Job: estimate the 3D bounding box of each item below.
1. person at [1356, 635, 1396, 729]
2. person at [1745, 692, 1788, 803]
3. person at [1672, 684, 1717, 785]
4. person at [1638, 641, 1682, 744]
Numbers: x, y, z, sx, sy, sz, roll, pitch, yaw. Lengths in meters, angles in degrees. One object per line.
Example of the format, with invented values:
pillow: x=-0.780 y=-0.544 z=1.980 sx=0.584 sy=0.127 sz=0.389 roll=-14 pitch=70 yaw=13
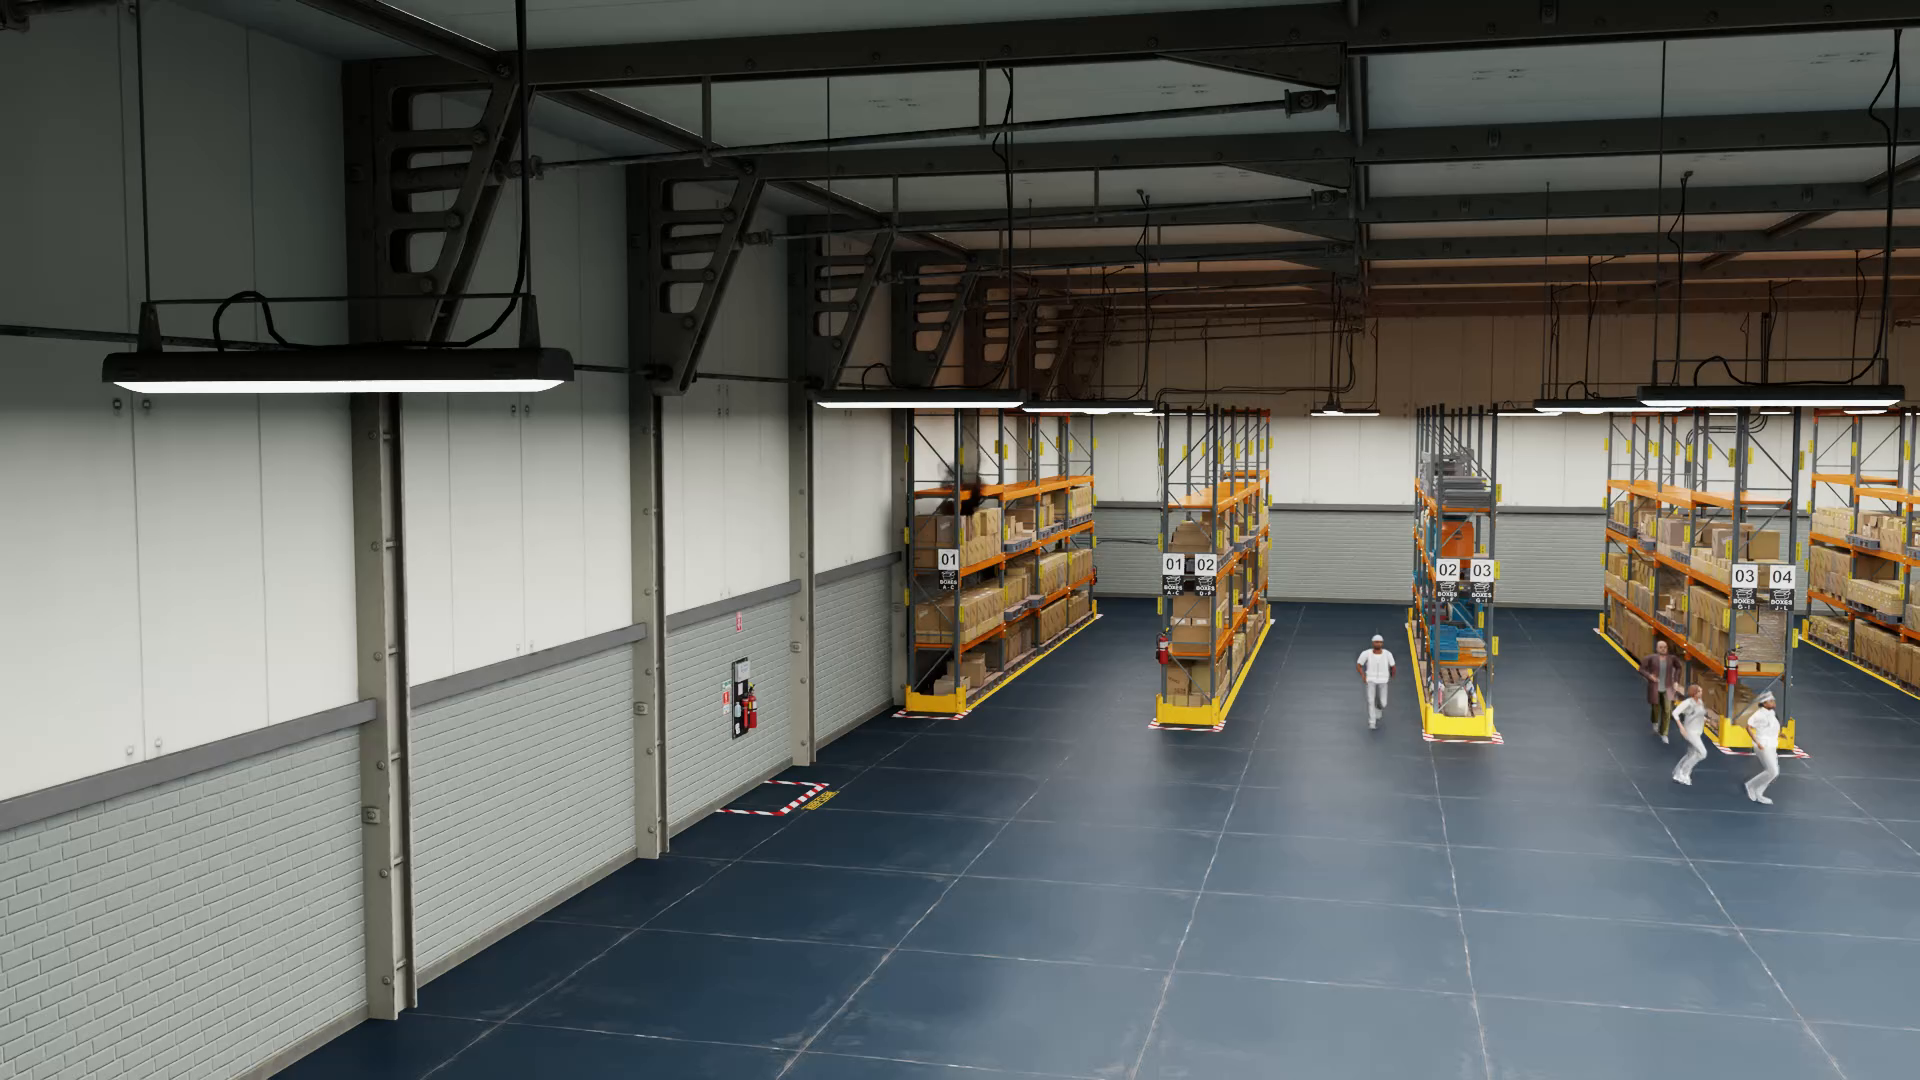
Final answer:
person: x=7.714 y=2.626 z=30.821 sx=0.721 sy=1.735 sz=0.669 roll=1 pitch=4 yaw=8
person: x=12.012 y=3.081 z=24.731 sx=0.576 sy=1.671 sz=0.538 roll=-4 pitch=6 yaw=-42
person: x=11.473 y=3.037 z=25.993 sx=0.536 sy=1.573 sz=0.629 roll=-4 pitch=6 yaw=-44
person: x=12.518 y=2.687 z=29.735 sx=0.747 sy=1.787 sz=0.964 roll=1 pitch=4 yaw=15
